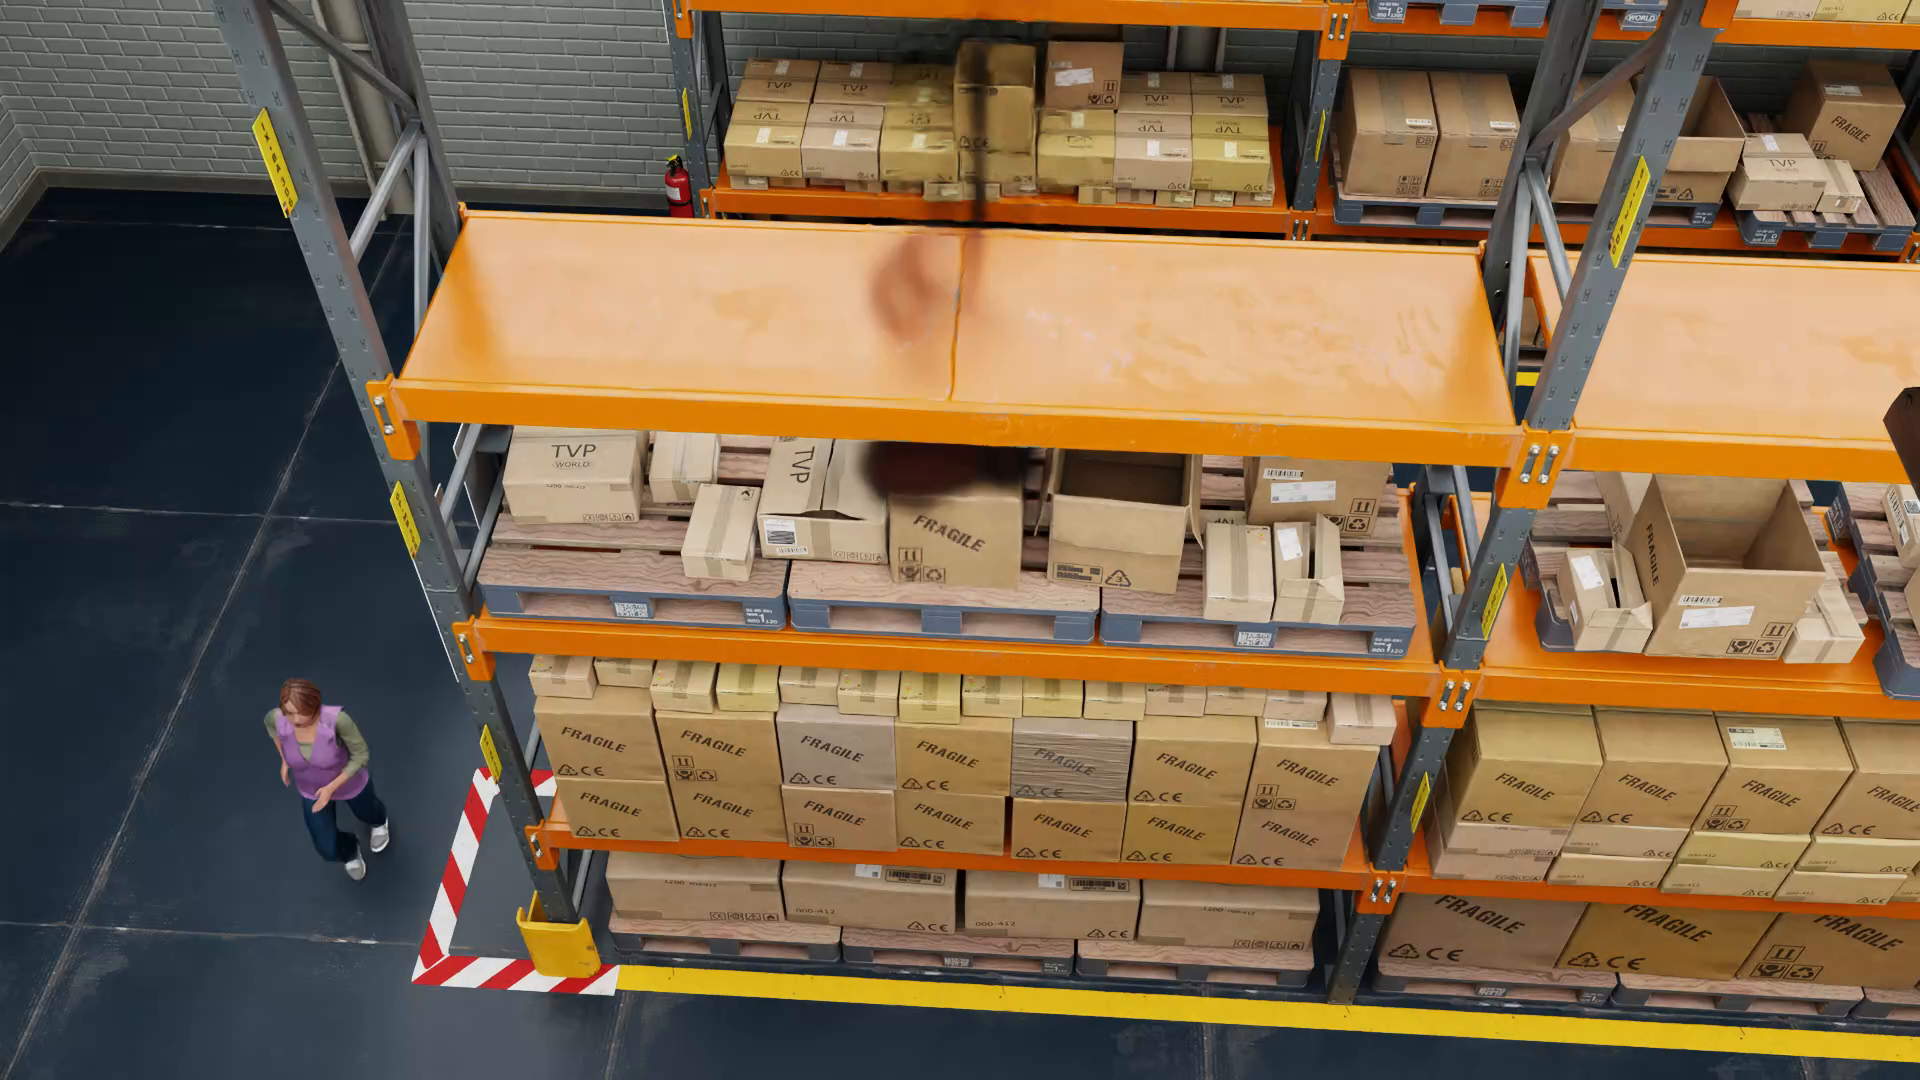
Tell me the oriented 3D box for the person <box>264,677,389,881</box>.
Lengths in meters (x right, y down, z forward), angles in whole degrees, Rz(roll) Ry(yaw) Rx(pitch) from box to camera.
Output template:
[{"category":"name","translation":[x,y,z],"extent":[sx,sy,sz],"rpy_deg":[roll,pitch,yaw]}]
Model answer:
[{"category":"person","translation":[-3.218,1.258,8.523],"extent":[0.506,1.592,0.662],"rpy_deg":[-9,48,-8]}]
